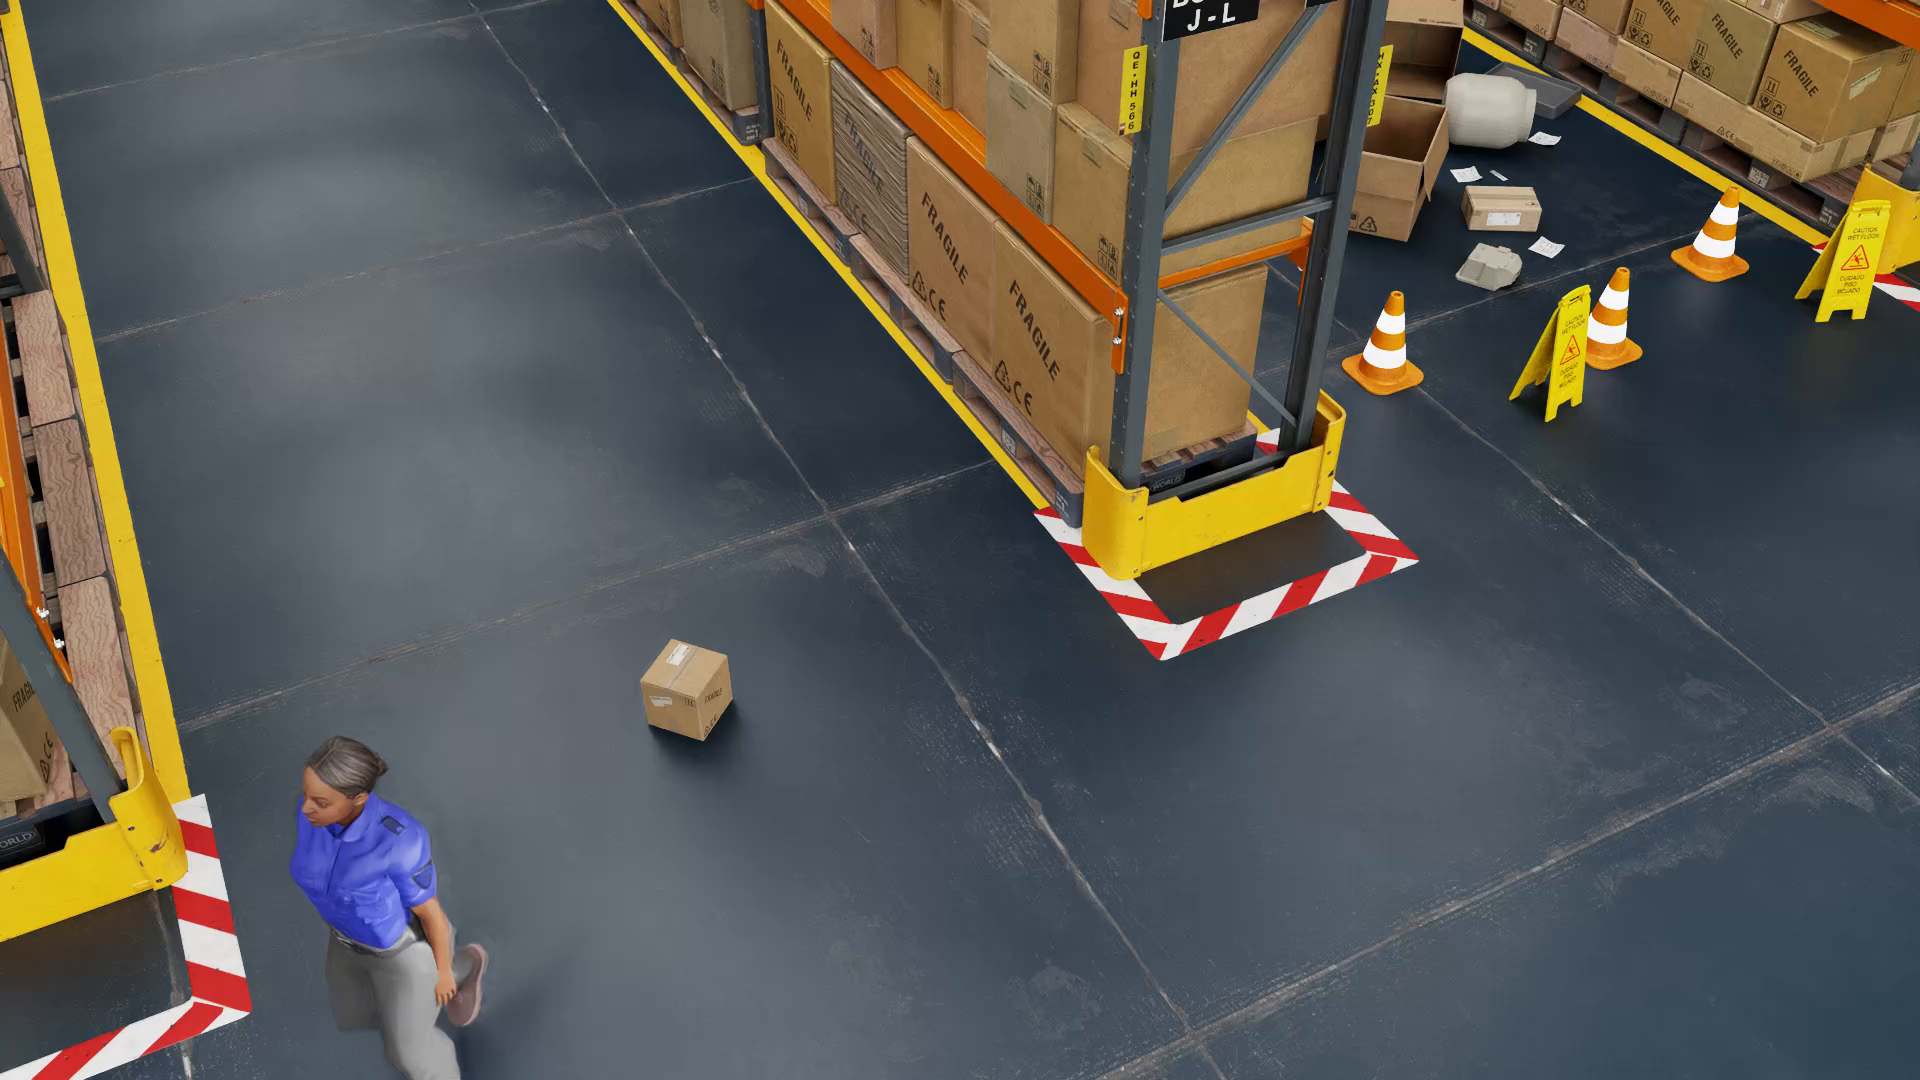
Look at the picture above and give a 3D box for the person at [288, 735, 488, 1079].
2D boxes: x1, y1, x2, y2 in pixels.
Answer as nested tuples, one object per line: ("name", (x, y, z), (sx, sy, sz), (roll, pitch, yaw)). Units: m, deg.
("person", (-1.641, 1.133, 4.856), (0.448, 1.636, 0.611), (21, 46, 22))
